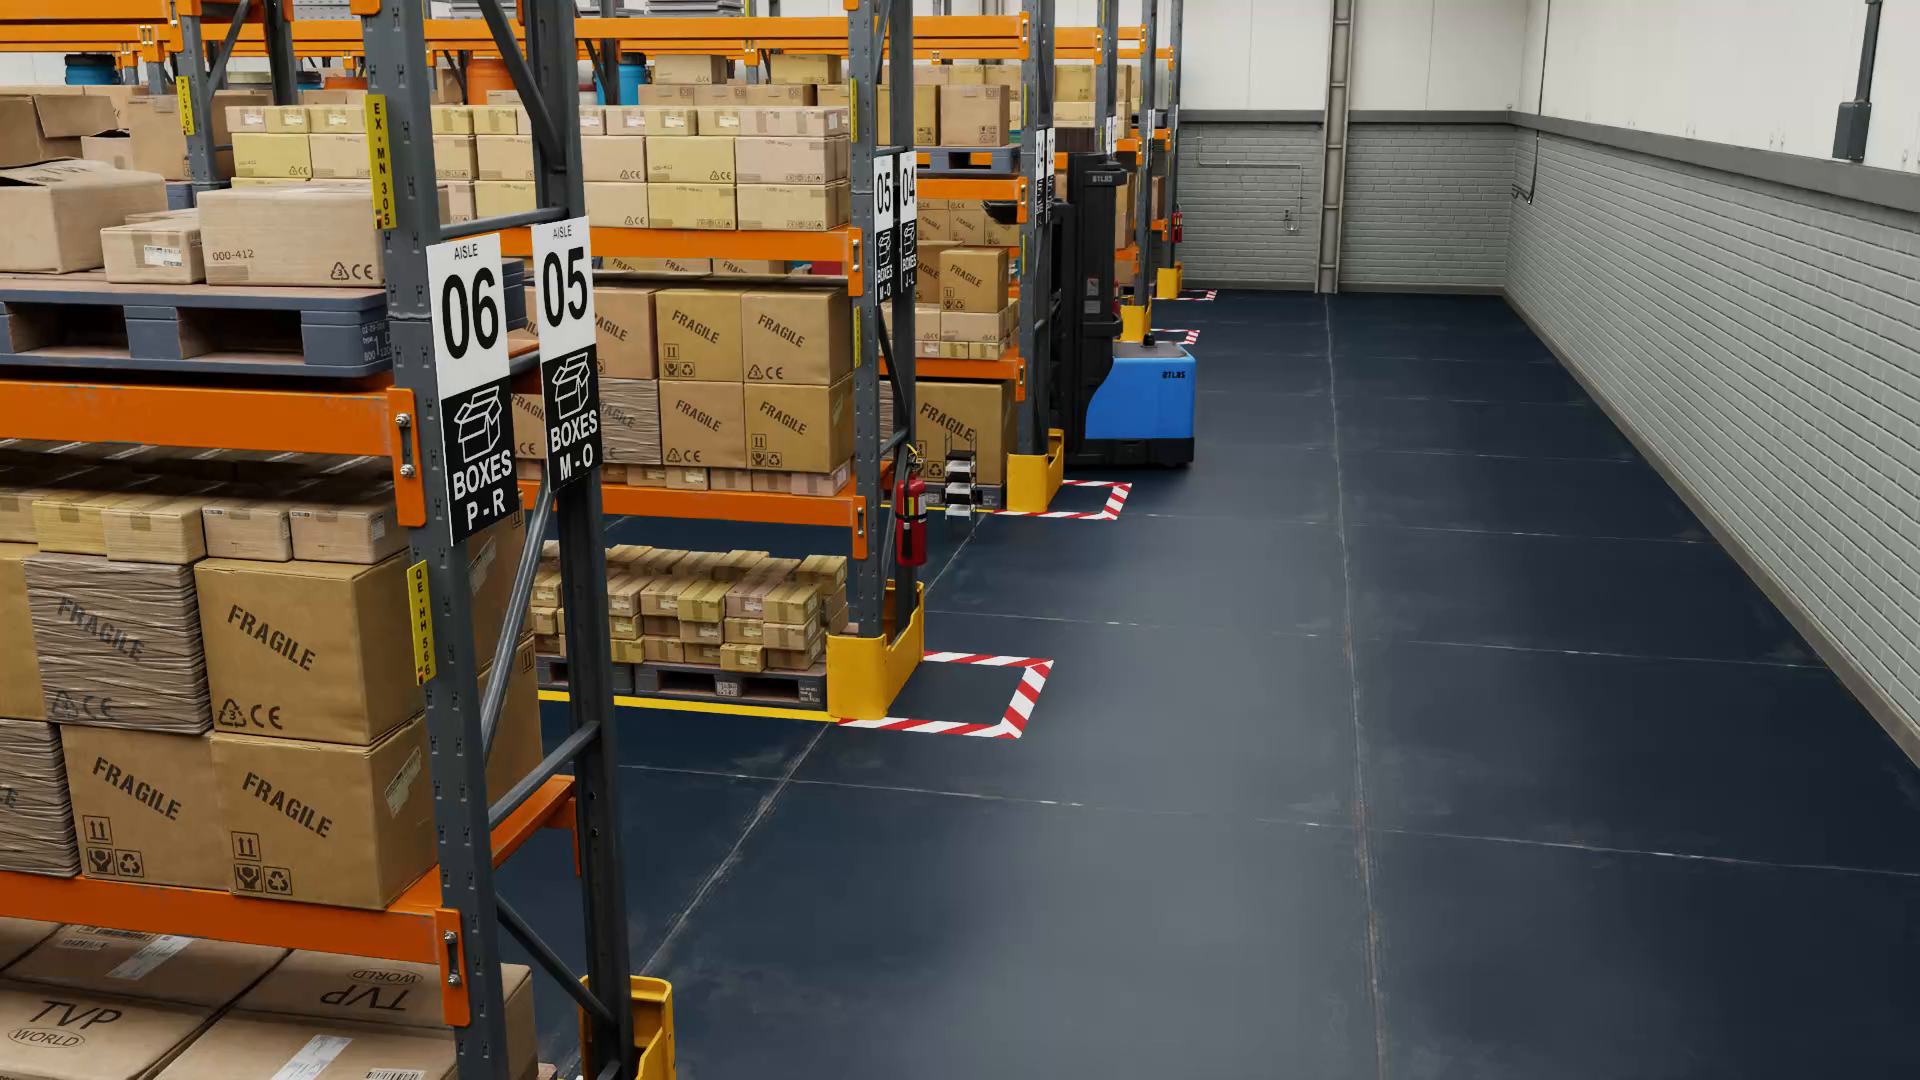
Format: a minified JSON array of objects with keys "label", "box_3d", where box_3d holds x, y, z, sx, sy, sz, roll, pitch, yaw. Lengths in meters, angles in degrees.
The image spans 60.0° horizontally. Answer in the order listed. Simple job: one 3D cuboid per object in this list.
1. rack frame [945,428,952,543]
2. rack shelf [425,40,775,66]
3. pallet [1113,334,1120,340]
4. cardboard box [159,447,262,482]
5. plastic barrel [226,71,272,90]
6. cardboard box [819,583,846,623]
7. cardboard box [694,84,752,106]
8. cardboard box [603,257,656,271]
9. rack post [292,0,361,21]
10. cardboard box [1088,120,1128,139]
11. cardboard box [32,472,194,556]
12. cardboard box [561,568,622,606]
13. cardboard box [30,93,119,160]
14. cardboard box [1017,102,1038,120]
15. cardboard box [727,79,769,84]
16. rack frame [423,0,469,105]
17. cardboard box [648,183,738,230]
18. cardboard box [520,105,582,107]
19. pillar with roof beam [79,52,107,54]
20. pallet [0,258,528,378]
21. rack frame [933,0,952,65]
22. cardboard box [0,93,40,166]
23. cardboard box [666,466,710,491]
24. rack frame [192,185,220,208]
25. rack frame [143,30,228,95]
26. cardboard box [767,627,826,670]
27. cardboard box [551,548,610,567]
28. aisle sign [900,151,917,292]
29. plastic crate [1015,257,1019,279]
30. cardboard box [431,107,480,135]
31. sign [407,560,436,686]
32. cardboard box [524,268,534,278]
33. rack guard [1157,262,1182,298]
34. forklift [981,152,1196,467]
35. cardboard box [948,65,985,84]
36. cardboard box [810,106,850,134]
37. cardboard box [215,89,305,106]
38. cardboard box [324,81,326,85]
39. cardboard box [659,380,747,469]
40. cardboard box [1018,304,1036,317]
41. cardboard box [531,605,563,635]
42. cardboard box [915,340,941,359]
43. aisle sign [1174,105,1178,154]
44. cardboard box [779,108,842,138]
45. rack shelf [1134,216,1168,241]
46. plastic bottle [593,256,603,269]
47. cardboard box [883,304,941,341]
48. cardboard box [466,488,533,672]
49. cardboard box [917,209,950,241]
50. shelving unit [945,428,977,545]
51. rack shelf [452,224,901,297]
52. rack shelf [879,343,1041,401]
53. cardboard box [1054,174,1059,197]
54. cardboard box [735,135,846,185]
[{"label":"rack frame","box_3d":[-0.092,-0.439,13.390,0.006,0.900,0.240,3,16,11]},{"label":"rack shelf","box_3d":[-4.237,-5.806,19.692,4.000,0.370,1.077,3,16,11]},{"label":"pallet","box_3d":[1.777,-3.133,24.408,1.213,0.211,1.003,3,16,11]},{"label":"cardboard box","box_3d":[-2.376,-0.229,5.426,0.250,0.149,0.380,3,16,9]},{"label":"plastic barrel","box_3d":[-8.934,-5.456,21.010,0.600,0.901,0.600,0,15,0]},{"label":"cardboard box","box_3d":[-0.894,0.386,10.477,0.250,0.149,0.380,4,16,13]},{"label":"cardboard box","box_3d":[-1.959,-3.741,14.598,0.500,0.500,0.700,4,16,14]},{"label":"cardboard box","box_3d":[-2.846,-2.392,14.829,0.500,0.500,0.500,3,16,11]},{"label":"rack post","box_3d":[-8.170,-6.679,20.371,3.121,1.000,1.013,3,16,11]},{"label":"cardboard box","box_3d":[2.077,-5.762,23.338,0.500,0.250,0.500,3,16,11]},{"label":"cardboard box","box_3d":[-2.473,-0.080,4.885,0.250,0.149,0.380,3,16,12]},{"label":"cardboard box","box_3d":[-2.267,0.293,10.253,0.250,0.149,0.380,3,16,9]},{"label":"cardboard box","box_3d":[-5.839,-2.574,10.568,0.637,0.503,0.797,3,16,10]},{"label":"cardboard box","box_3d":[1.100,-6.060,23.475,0.500,0.250,0.500,3,16,11]},{"label":"cardboard box","box_3d":[-3.073,-6.504,24.573,0.600,0.600,0.600,2,16,9]},{"label":"rack frame","box_3d":[-6.197,-6.452,19.927,0.127,3.000,1.000,3,16,11]},{"label":"cardboard box","box_3d":[-1.432,-1.901,9.397,0.500,0.250,0.500,3,16,11]},{"label":"cardboard box","box_3d":[-2.466,-2.551,10.062,0.250,0.149,0.380,3,16,10]},{"label":"pillar with roof beam","box_3d":[-17.942,-8.851,28.588,0.400,9.000,9.100,3,16,11]},{"label":"pallet","box_3d":[-2.048,-0.687,4.899,1.213,0.211,1.003,3,16,11]},{"label":"rack frame","box_3d":[-0.303,-8.831,28.515,0.127,3.000,1.000,3,16,11]},{"label":"cardboard box","box_3d":[-3.265,-1.138,5.201,0.500,0.500,0.500,3,16,12]},{"label":"cardboard box","box_3d":[-1.547,-0.410,9.822,0.250,0.149,0.380,4,16,13]},{"label":"rack frame","box_3d":[-4.352,-0.760,10.617,0.127,3.000,1.000,3,16,11]},{"label":"rack frame","box_3d":[-7.184,-5.156,15.249,0.127,3.000,1.000,3,16,11]},{"label":"cardboard box","box_3d":[-0.989,0.651,10.078,0.250,0.149,0.380,3,16,12]},{"label":"cardboard box","box_3d":[-2.437,0.167,10.708,0.250,0.149,0.380,3,16,11]},{"label":"aisle sign","box_3d":[-0.301,-1.875,9.771,0.004,0.787,0.394,3,16,11]},{"label":"plastic crate","box_3d":[0.821,-3.218,19.690,0.300,0.233,0.416,3,16,11]},{"label":"cardboard box","box_3d":[-2.836,-2.405,9.535,0.250,0.149,0.380,4,16,14]},{"label":"sign","box_3d":[-1.441,0.222,4.459,0.005,0.325,0.100,3,16,11]},{"label":"cardboard box","box_3d":[-2.831,-1.422,10.390,0.500,0.500,0.500,4,16,13]},{"label":"rack guard","box_3d":[3.640,-4.521,28.876,0.348,0.500,1.175,3,16,11]},{"label":"forklift","box_3d":[0.714,-2.206,15.966,3.031,2.935,1.130,-1,15,-2]},{"label":"cardboard box","box_3d":[0.150,-6.515,23.712,0.500,0.500,0.700,3,16,11]},{"label":"cardboard box","box_3d":[-0.704,-2.431,9.626,0.250,0.149,0.380,3,16,11]},{"label":"cardboard box","box_3d":[-6.572,-3.949,15.531,0.637,0.503,0.797,4,16,14]},{"label":"cardboard box","box_3d":[-9.567,-6.929,26.030,0.500,0.500,0.500,4,16,16]},{"label":"cardboard box","box_3d":[-1.427,-0.724,9.743,0.500,0.500,0.500,3,16,10]},{"label":"cardboard box","box_3d":[1.126,-3.341,24.259,0.500,0.250,0.500,3,16,11]},{"label":"cardboard box","box_3d":[-2.549,0.450,10.245,0.250,0.149,0.380,3,16,12]},{"label":"cardboard box","box_3d":[-0.261,-1.678,14.403,0.250,0.149,0.380,3,16,11]},{"label":"aisle sign","box_3d":[3.627,-6.897,27.903,0.004,0.787,0.394,3,16,11]},{"label":"cardboard box","box_3d":[-0.816,-2.295,9.135,0.250,0.149,0.380,3,16,11]},{"label":"rack shelf","box_3d":[1.657,-5.487,29.027,4.000,0.370,1.077,3,16,11]},{"label":"plastic bottle","box_3d":[-4.323,-3.346,20.045,0.185,0.351,0.144,3,16,11]},{"label":"cardboard box","box_3d":[-0.369,-1.894,14.435,0.500,0.250,0.500,3,16,10]},{"label":"cardboard box","box_3d":[-1.733,0.123,5.369,0.500,0.500,0.500,3,16,10]},{"label":"cardboard box","box_3d":[-0.339,-4.567,24.173,0.500,0.500,0.500,3,16,12]},{"label":"shelving unit","box_3d":[0.008,-0.433,13.370,0.210,0.900,0.258,3,16,11]},{"label":"rack shelf","box_3d":[-2.392,-1.753,9.929,4.000,0.370,1.077,3,16,11]},{"label":"rack shelf","box_3d":[-1.304,-1.599,14.994,4.000,0.370,1.077,3,16,11]},{"label":"cardboard box","box_3d":[1.138,-4.966,23.739,0.500,0.500,0.500,4,16,13]},{"label":"cardboard box","box_3d":[-0.934,-2.120,9.250,0.500,0.250,0.500,3,16,9]}]
